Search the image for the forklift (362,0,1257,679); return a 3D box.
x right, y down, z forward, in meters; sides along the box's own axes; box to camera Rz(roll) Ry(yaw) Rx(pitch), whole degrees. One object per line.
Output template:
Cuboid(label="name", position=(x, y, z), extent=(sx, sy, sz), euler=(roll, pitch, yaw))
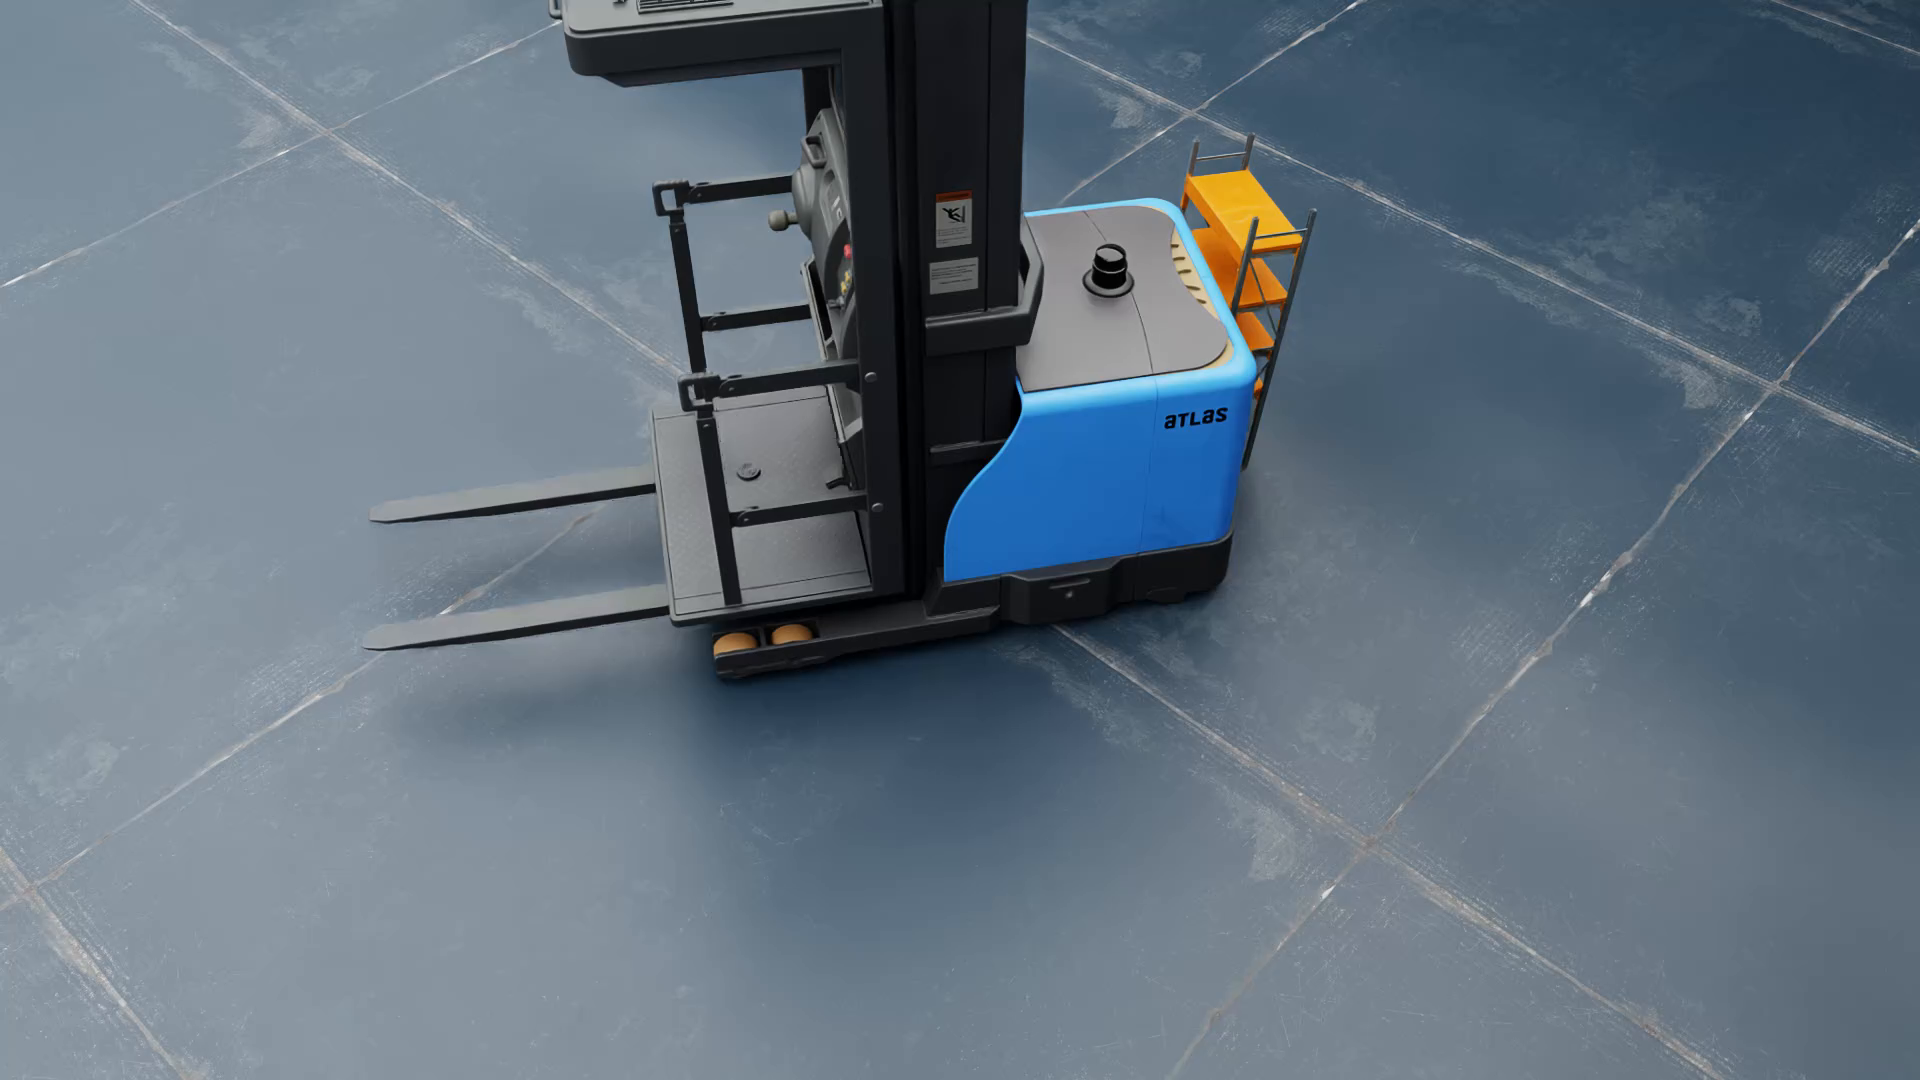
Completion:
Cuboid(label="forklift", position=(-0.598, -0.945, 5.127), extent=(3.031, 2.935, 1.130), euler=(-8, 47, -8))

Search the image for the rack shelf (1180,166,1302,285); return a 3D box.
Cuboid(label="rack shelf", position=(1.007, -1.128, 5.935), extent=(0.258, 0.148, 0.480), euler=(-11, 48, -16))

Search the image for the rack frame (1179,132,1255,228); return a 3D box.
Cuboid(label="rack frame", position=(0.899, -1.021, 6.372), extent=(0.240, 1.200, 0.015), euler=(-11, 48, -16))

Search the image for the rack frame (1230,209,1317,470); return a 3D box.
Cuboid(label="rack frame", position=(1.054, -0.684, 6.056), extent=(0.240, 1.200, 0.015), euler=(-11, 48, -16))

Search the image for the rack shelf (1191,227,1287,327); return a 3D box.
Cuboid(label="rack shelf", position=(0.989, -0.962, 6.103), extent=(0.258, 0.148, 0.480), euler=(-11, 48, -16))

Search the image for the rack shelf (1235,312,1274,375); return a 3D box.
Cuboid(label="rack shelf", position=(0.972, -0.805, 6.262), extent=(0.258, 0.148, 0.480), euler=(-11, 48, -16))

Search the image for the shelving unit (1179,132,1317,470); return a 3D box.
Cuboid(label="shelving unit", position=(0.977, -0.852, 6.214), extent=(0.258, 1.200, 0.503), euler=(-11, 48, -16))

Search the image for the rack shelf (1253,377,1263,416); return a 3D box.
Cuboid(label="rack shelf", position=(0.956, -0.666, 6.403), extent=(0.258, 0.148, 0.480), euler=(-11, 48, -16))
